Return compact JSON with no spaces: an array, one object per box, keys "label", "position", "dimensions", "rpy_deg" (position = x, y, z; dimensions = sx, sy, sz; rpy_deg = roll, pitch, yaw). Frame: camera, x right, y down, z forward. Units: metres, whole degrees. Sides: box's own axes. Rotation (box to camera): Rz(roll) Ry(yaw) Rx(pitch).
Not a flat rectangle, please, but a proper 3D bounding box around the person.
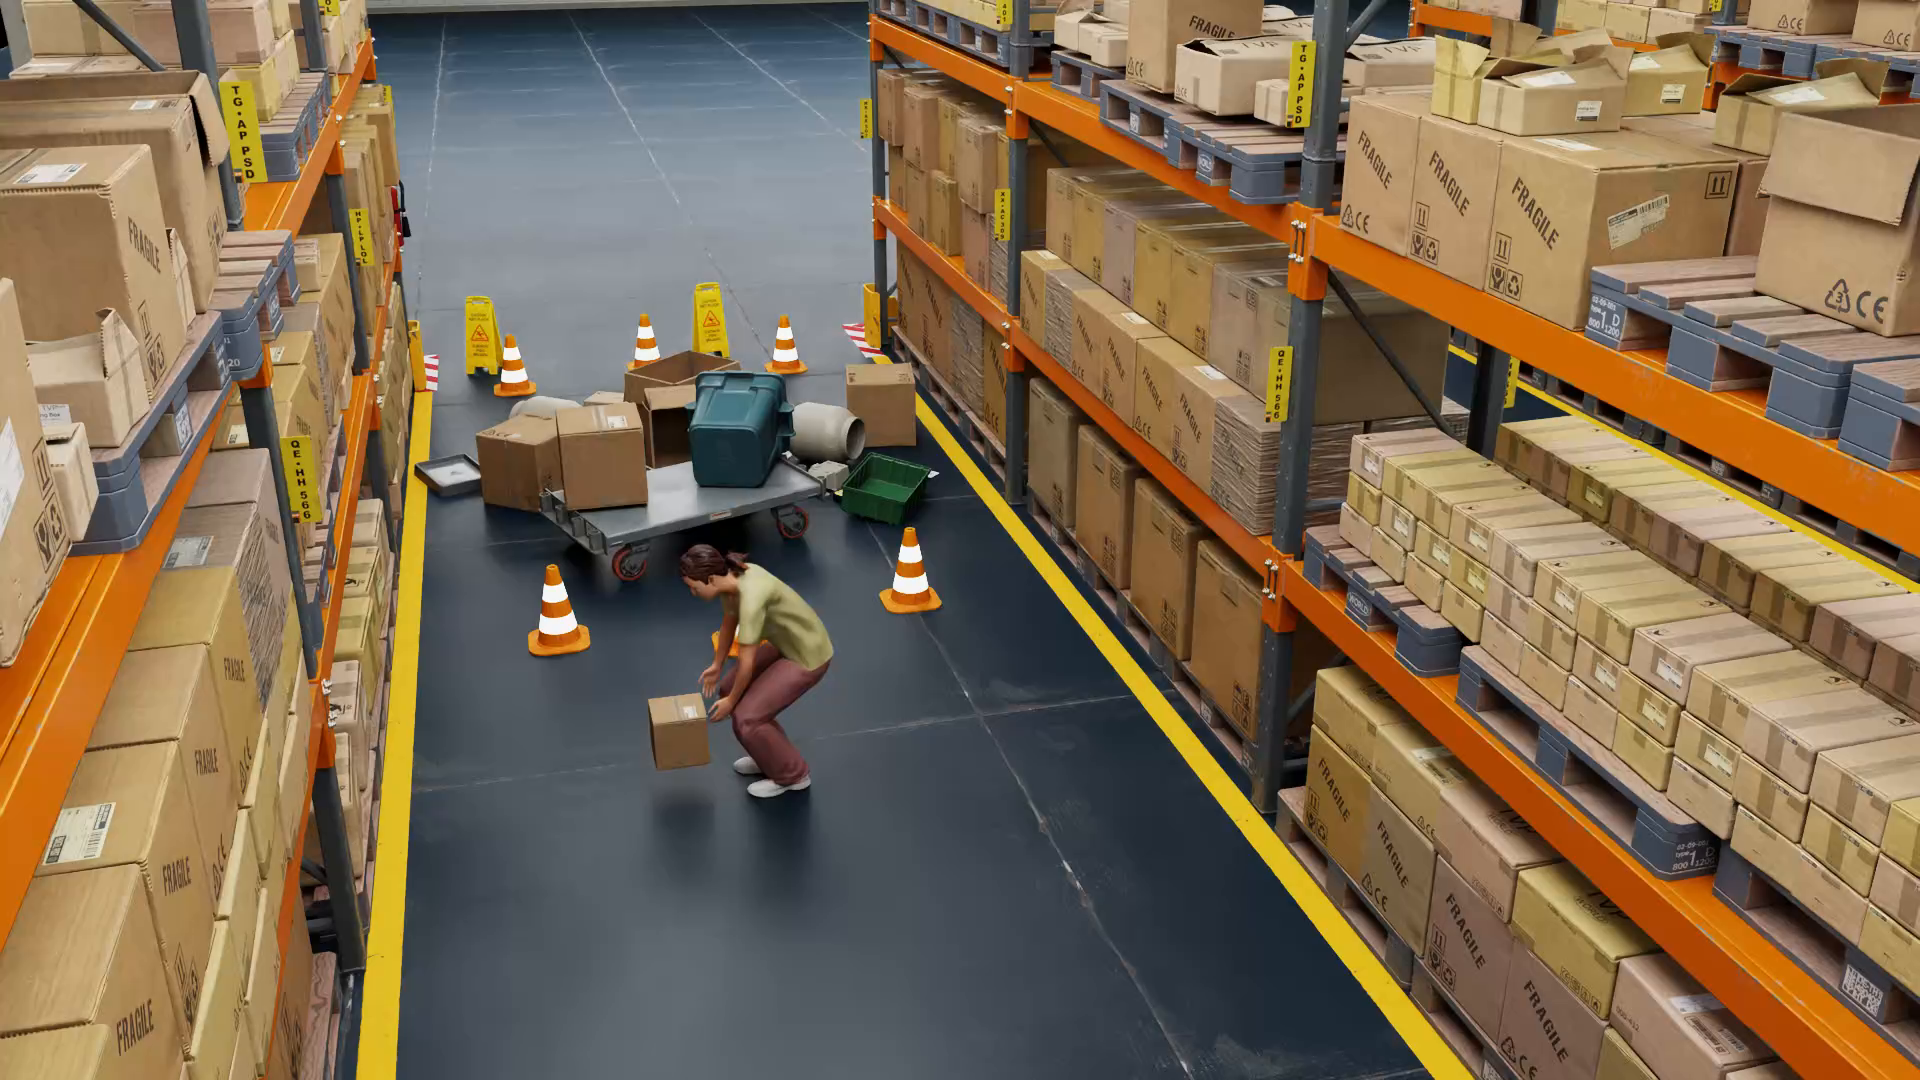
[{"label":"person","position":[-0.932,0.585,7.735],"dimensions":[0.692,1.278,0.512],"rpy_deg":[-6,24,-14]}]
